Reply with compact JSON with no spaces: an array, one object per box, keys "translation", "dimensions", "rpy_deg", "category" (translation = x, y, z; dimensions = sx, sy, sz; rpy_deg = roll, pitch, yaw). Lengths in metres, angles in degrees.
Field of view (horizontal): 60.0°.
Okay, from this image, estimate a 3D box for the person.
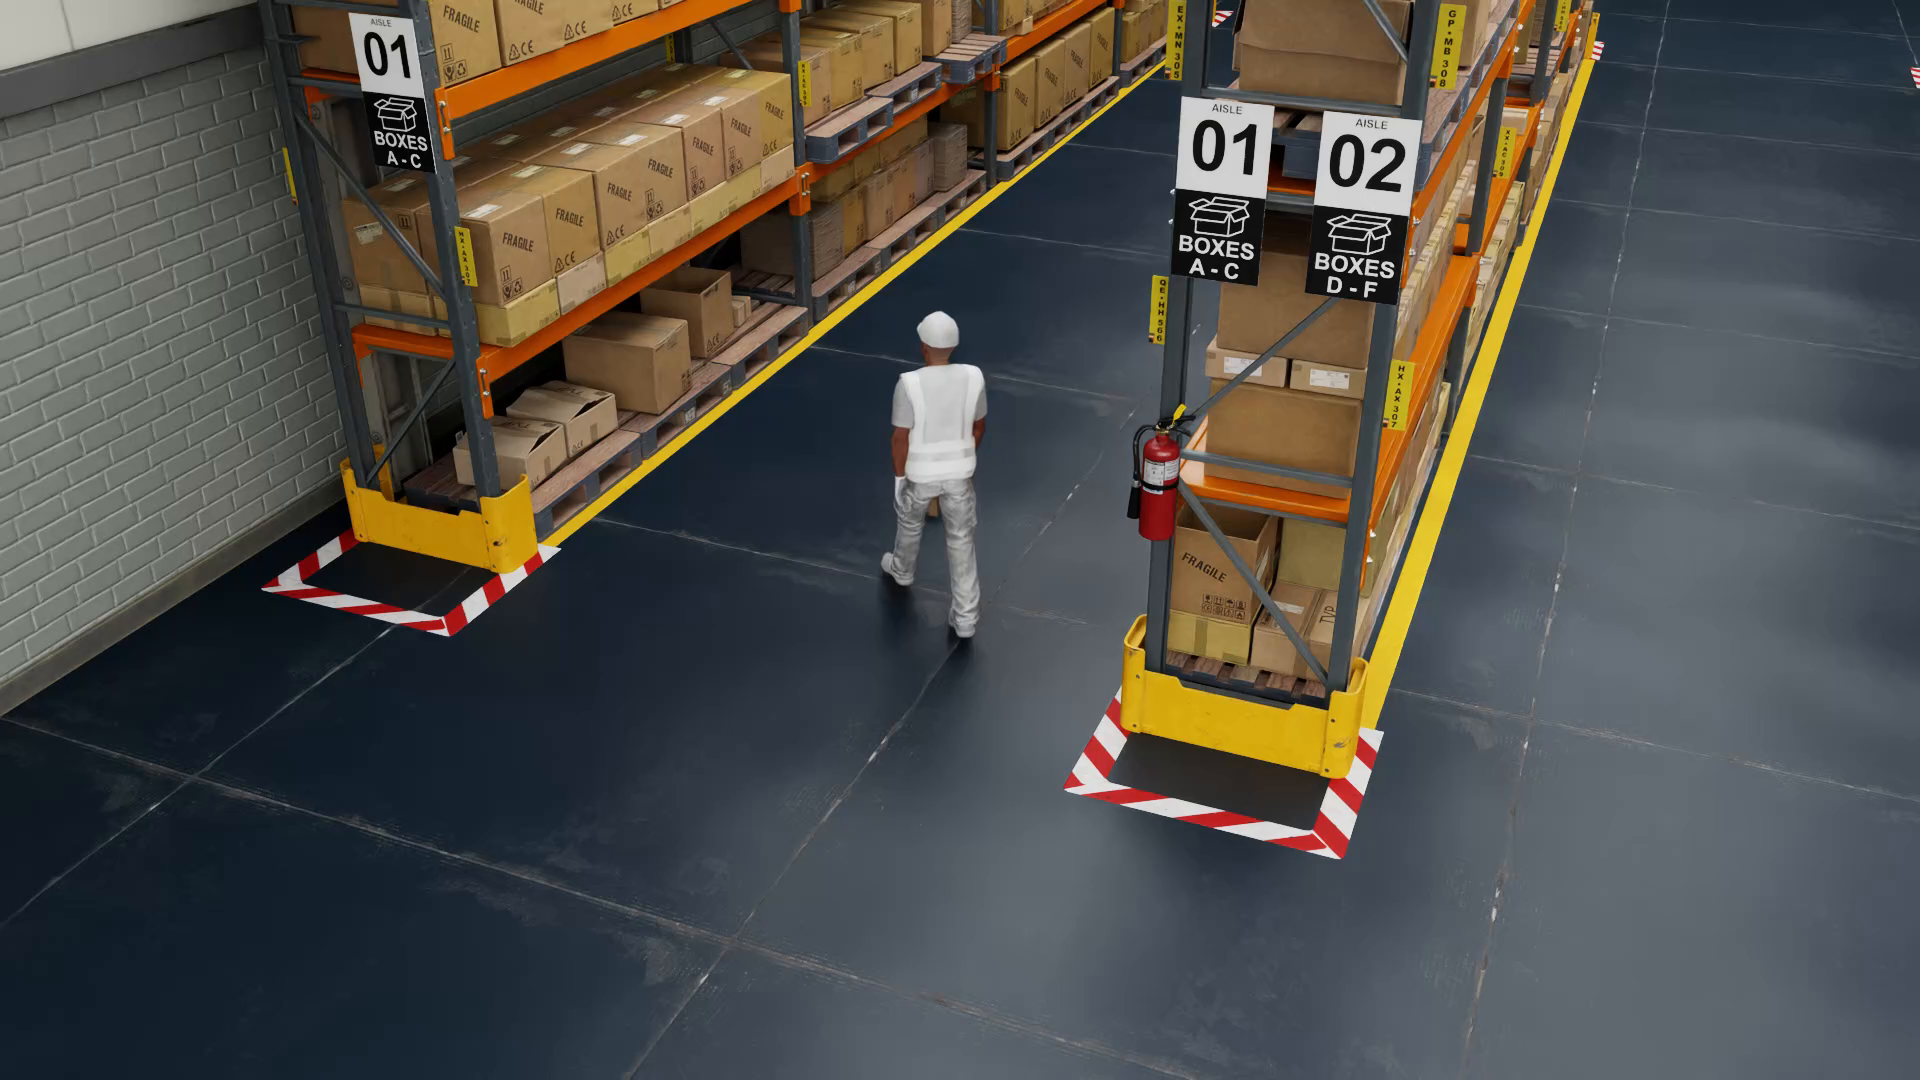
[{"translation":[-0.126,-0.417,9.084],"dimensions":[0.558,1.731,0.977],"rpy_deg":[-7,30,-12],"category":"person"}]
